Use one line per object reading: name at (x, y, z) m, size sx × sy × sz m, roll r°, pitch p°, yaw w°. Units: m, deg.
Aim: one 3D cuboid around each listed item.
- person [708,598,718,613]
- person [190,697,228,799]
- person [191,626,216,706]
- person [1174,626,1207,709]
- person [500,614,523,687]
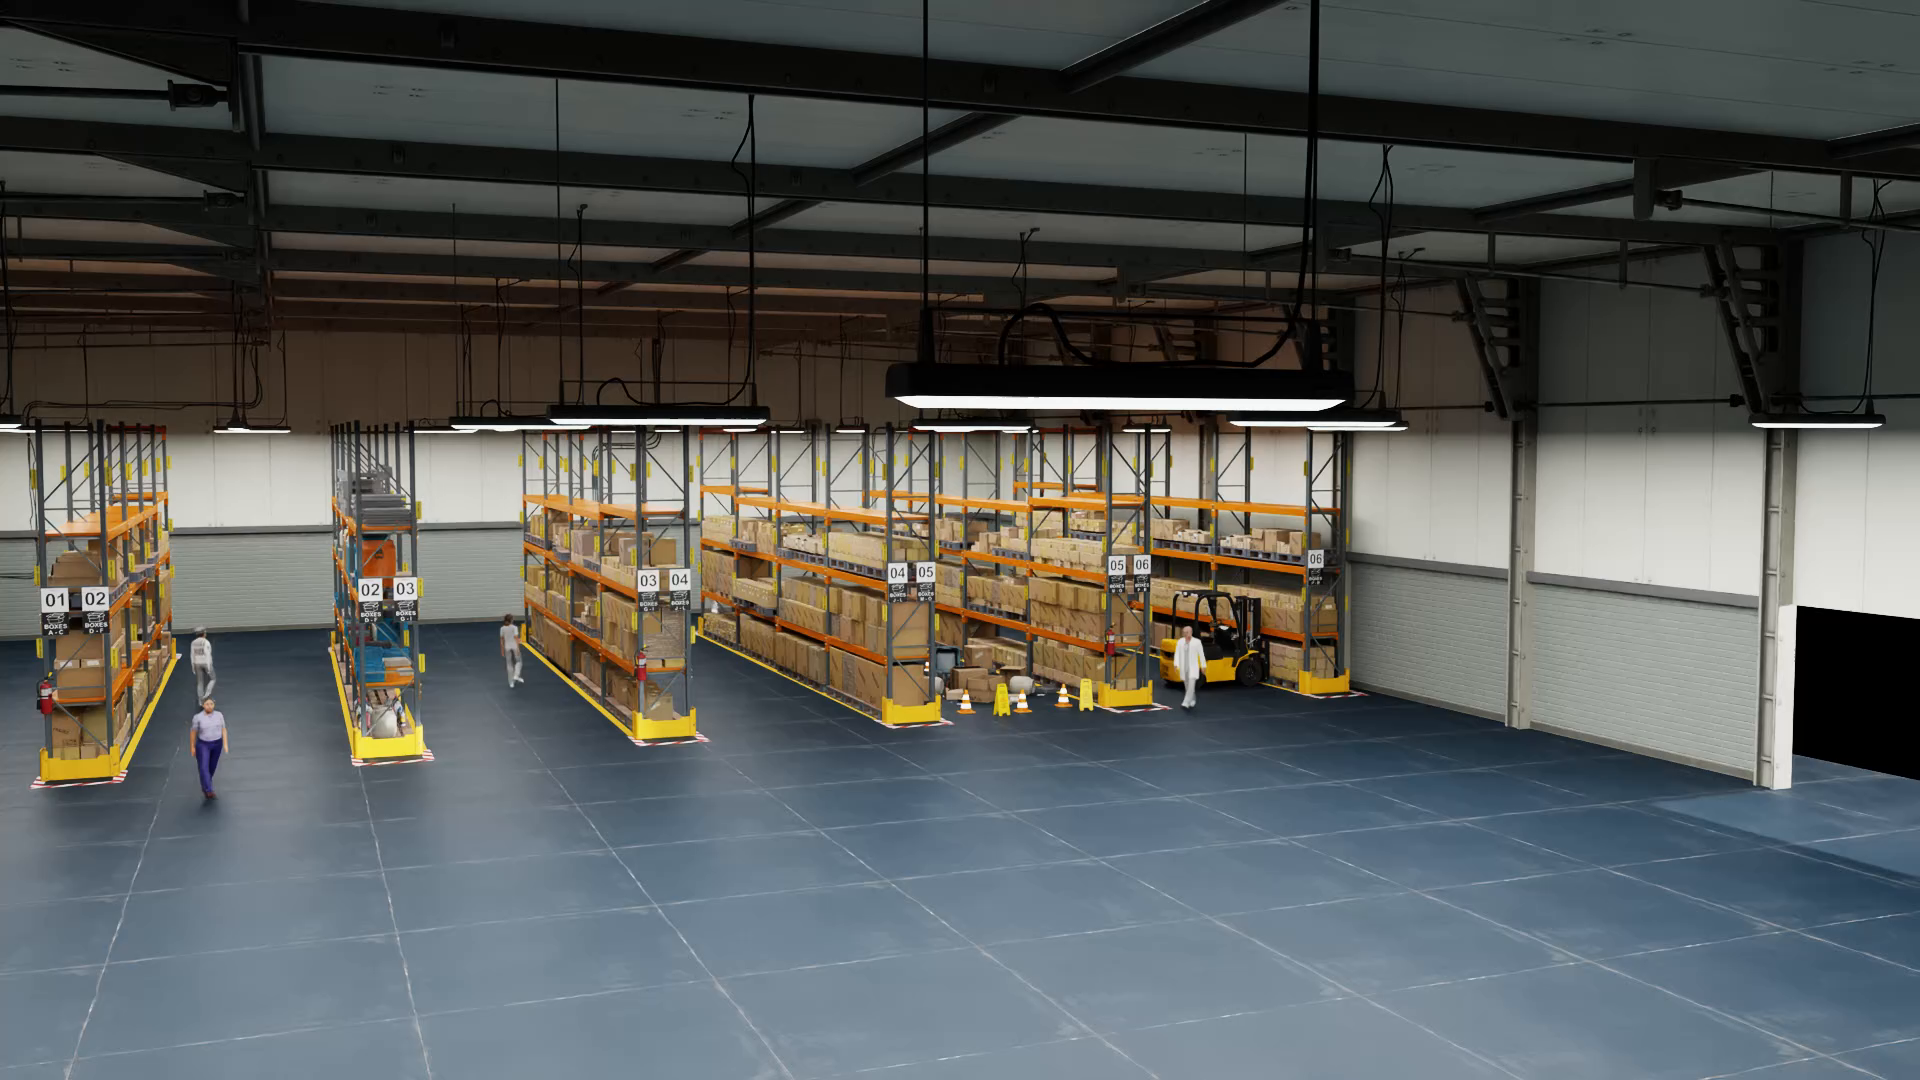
person at (-7.648, 1.618, 51.495) m, size 0.517 × 1.721 × 1.123 m, roll 1°, pitch 4°, yaw 12°
person at (-11.817, 3.264, 26.210) m, size 1.030 × 1.588 × 0.535 m, roll 3°, pitch 5°, yaw 39°
person at (-16.086, 2.668, 35.311) m, size 0.517 × 1.665 × 0.458 m, roll 0°, pitch 4°, yaw -6°
person at (4.747, 2.668, 34.747) m, size 0.637 × 1.721 × 1.110 m, roll 2°, pitch 4°, yaw 34°
person at (-10.234, 2.514, 37.948) m, size 0.505 × 1.660 × 0.475 m, roll -1°, pitch 4°, yaw -12°
